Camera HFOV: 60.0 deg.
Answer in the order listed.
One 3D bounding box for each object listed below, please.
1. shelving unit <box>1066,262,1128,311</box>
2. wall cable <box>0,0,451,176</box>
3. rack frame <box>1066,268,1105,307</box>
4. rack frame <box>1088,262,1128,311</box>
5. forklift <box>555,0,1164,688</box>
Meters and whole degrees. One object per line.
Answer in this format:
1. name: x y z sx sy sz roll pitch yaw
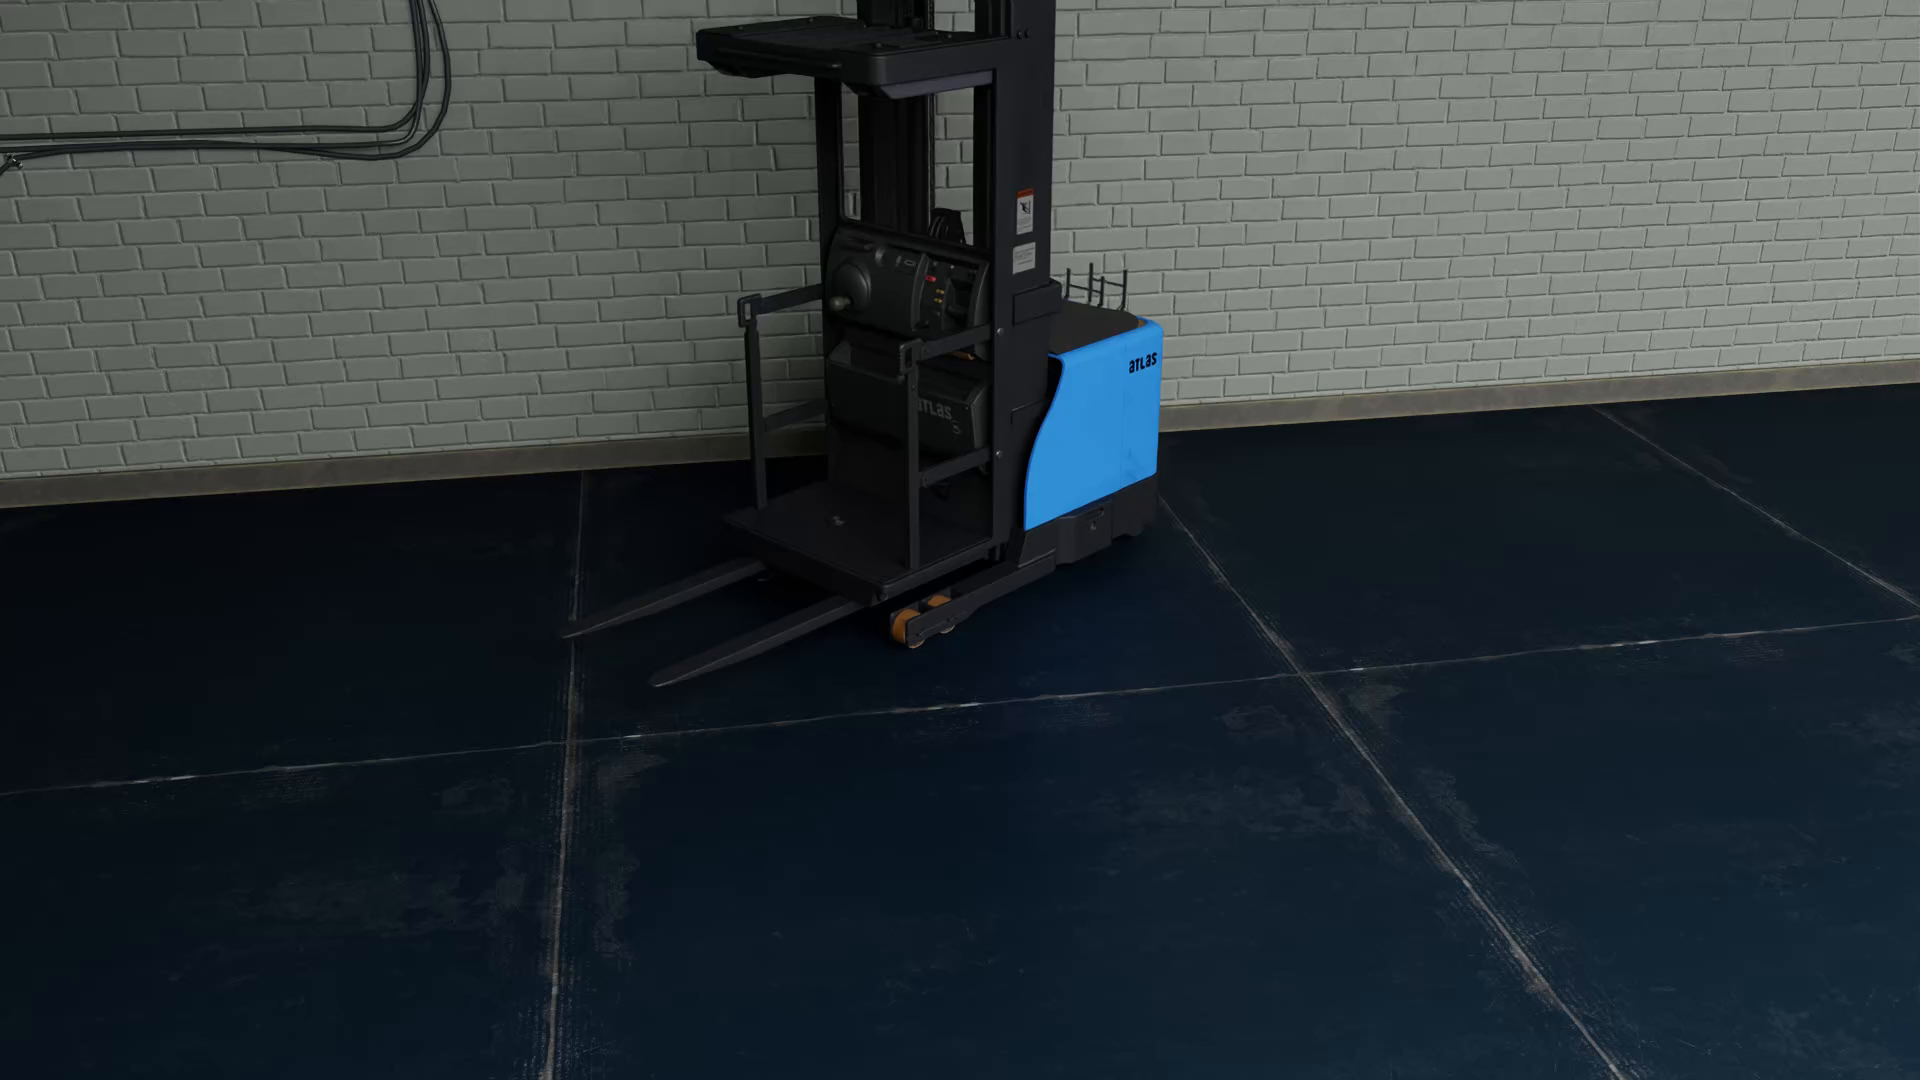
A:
1. shelving unit: 0.682 -0.807 8.595 0.258 1.200 0.189 21 30 39
2. wall cable: -4.023 -2.927 7.587 3.097 2.526 0.112 -4 24 -10
3. rack frame: 0.619 -0.782 8.533 0.240 1.200 0.006 21 30 39
4. rack frame: 0.745 -0.833 8.657 0.240 1.200 0.006 21 30 39
5. forklift: -0.383 -1.107 7.122 1.130 2.935 3.031 21 31 39
